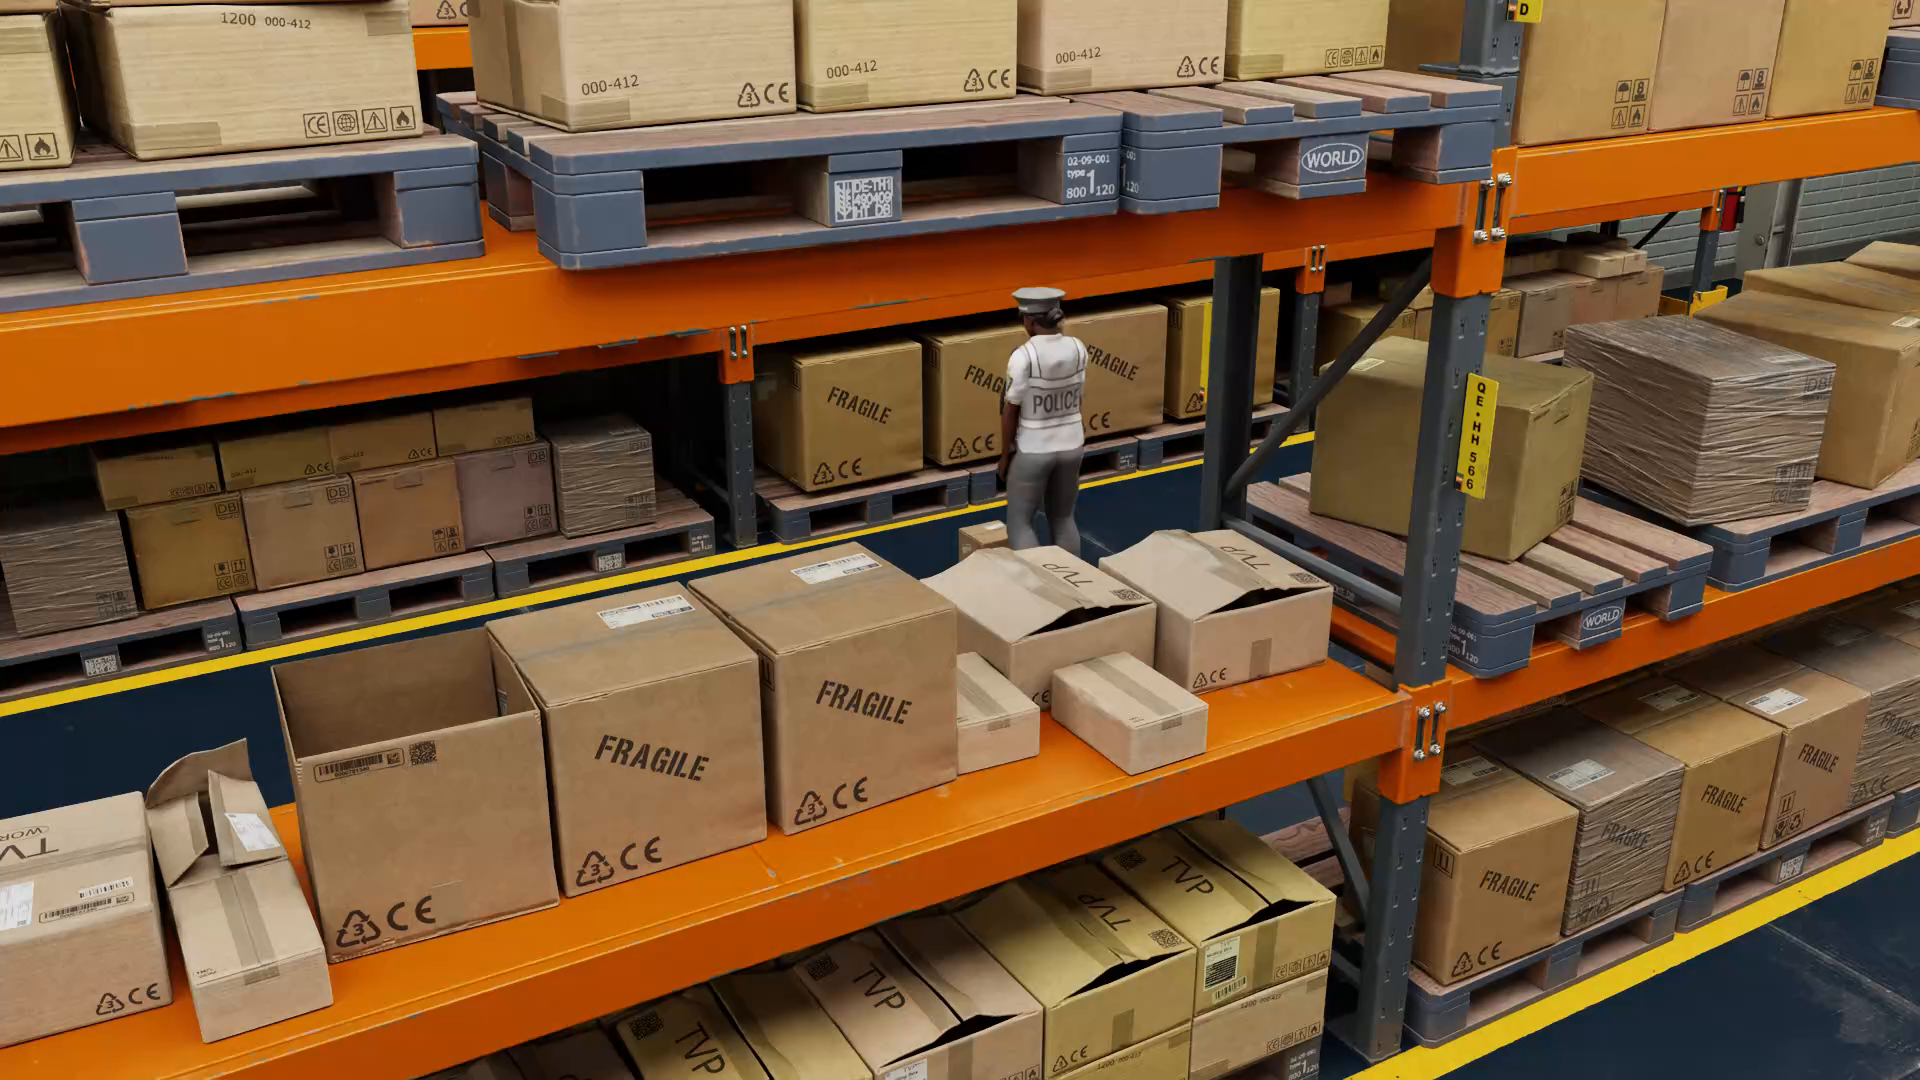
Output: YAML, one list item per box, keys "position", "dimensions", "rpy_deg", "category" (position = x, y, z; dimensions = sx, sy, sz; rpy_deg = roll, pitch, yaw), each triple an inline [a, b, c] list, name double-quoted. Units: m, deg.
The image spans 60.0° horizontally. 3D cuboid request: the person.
- position: [0.397, -0.417, 8.147]
  dimensions: [0.440, 1.653, 0.336]
  rpy_deg: [-12, 25, -27]
  category: "person"
